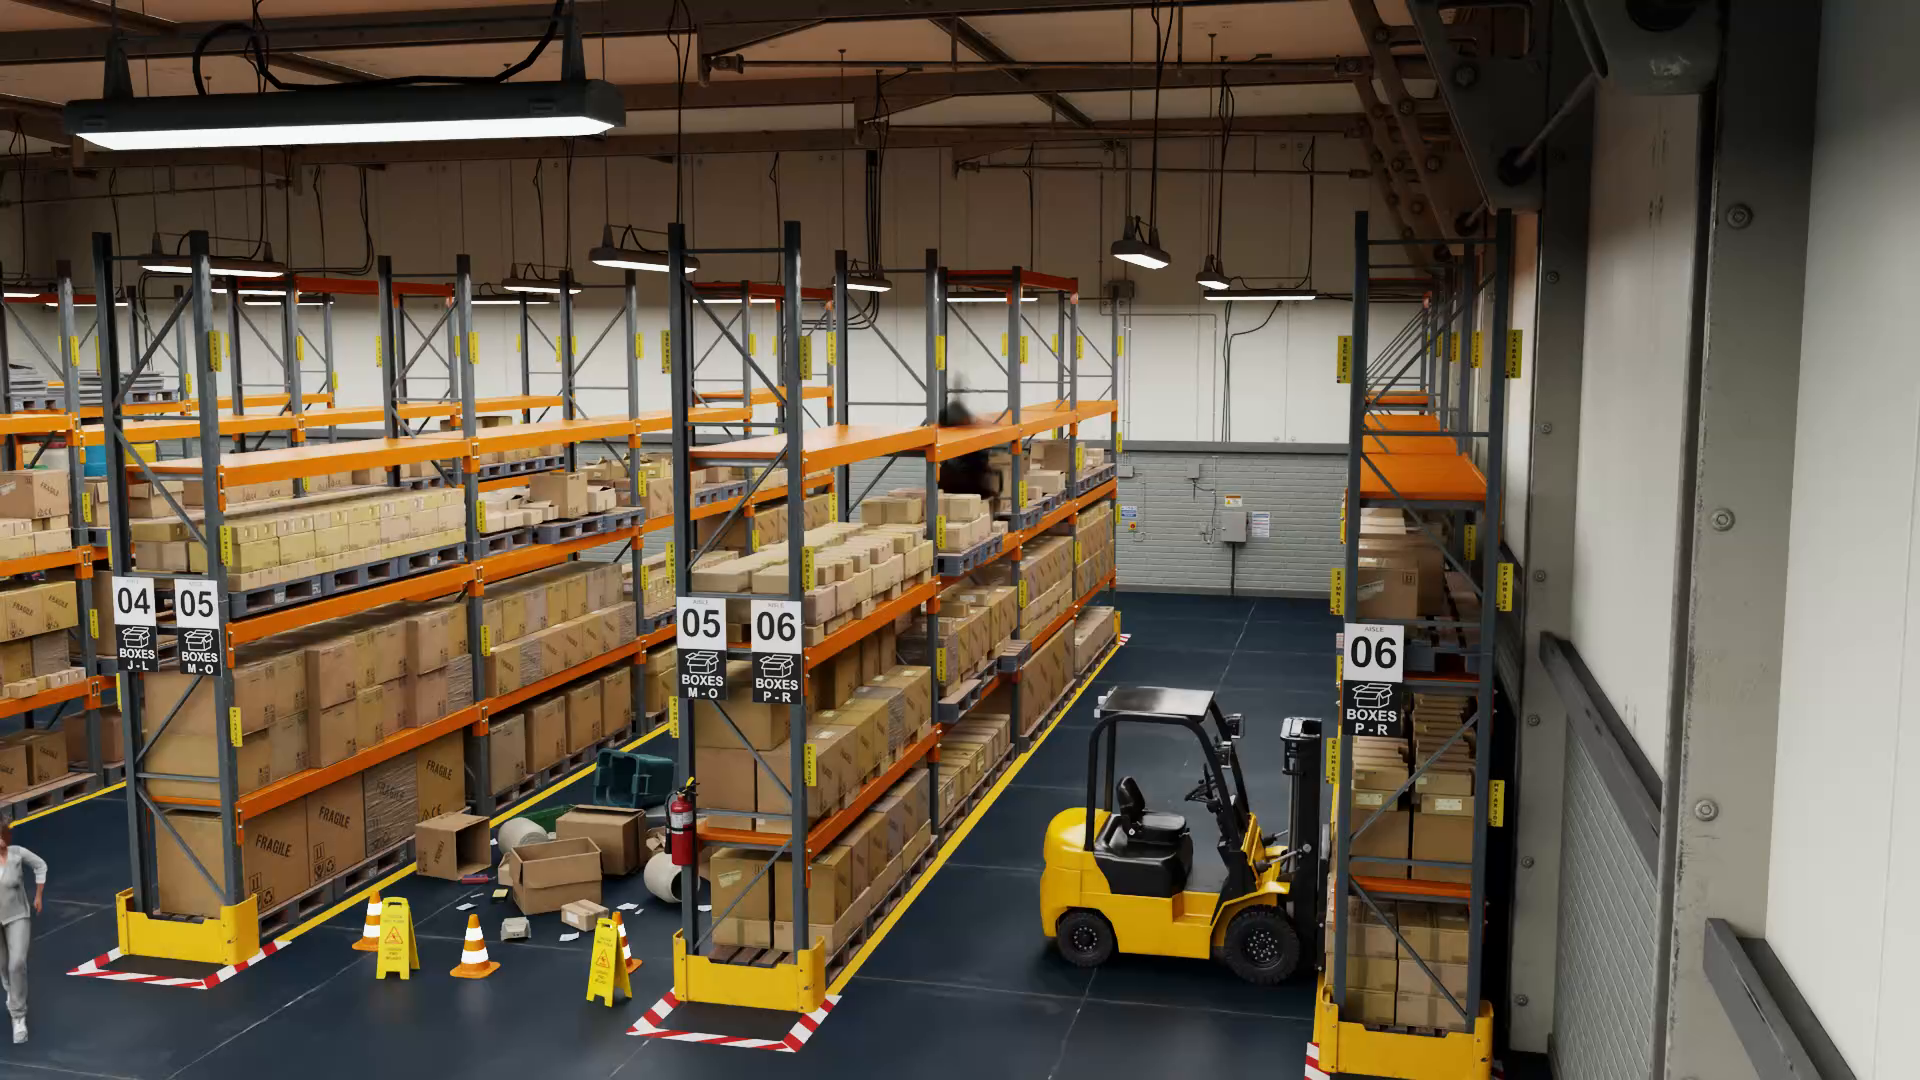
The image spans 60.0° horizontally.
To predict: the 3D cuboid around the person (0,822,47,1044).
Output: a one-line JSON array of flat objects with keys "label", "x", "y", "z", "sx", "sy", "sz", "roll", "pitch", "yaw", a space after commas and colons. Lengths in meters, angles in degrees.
[{"label": "person", "x": -7.159, "y": 2.872, "z": 12.467, "sx": 0.563, "sy": 1.623, "sz": 0.802, "roll": -3, "pitch": 7, "yaw": -20}]
